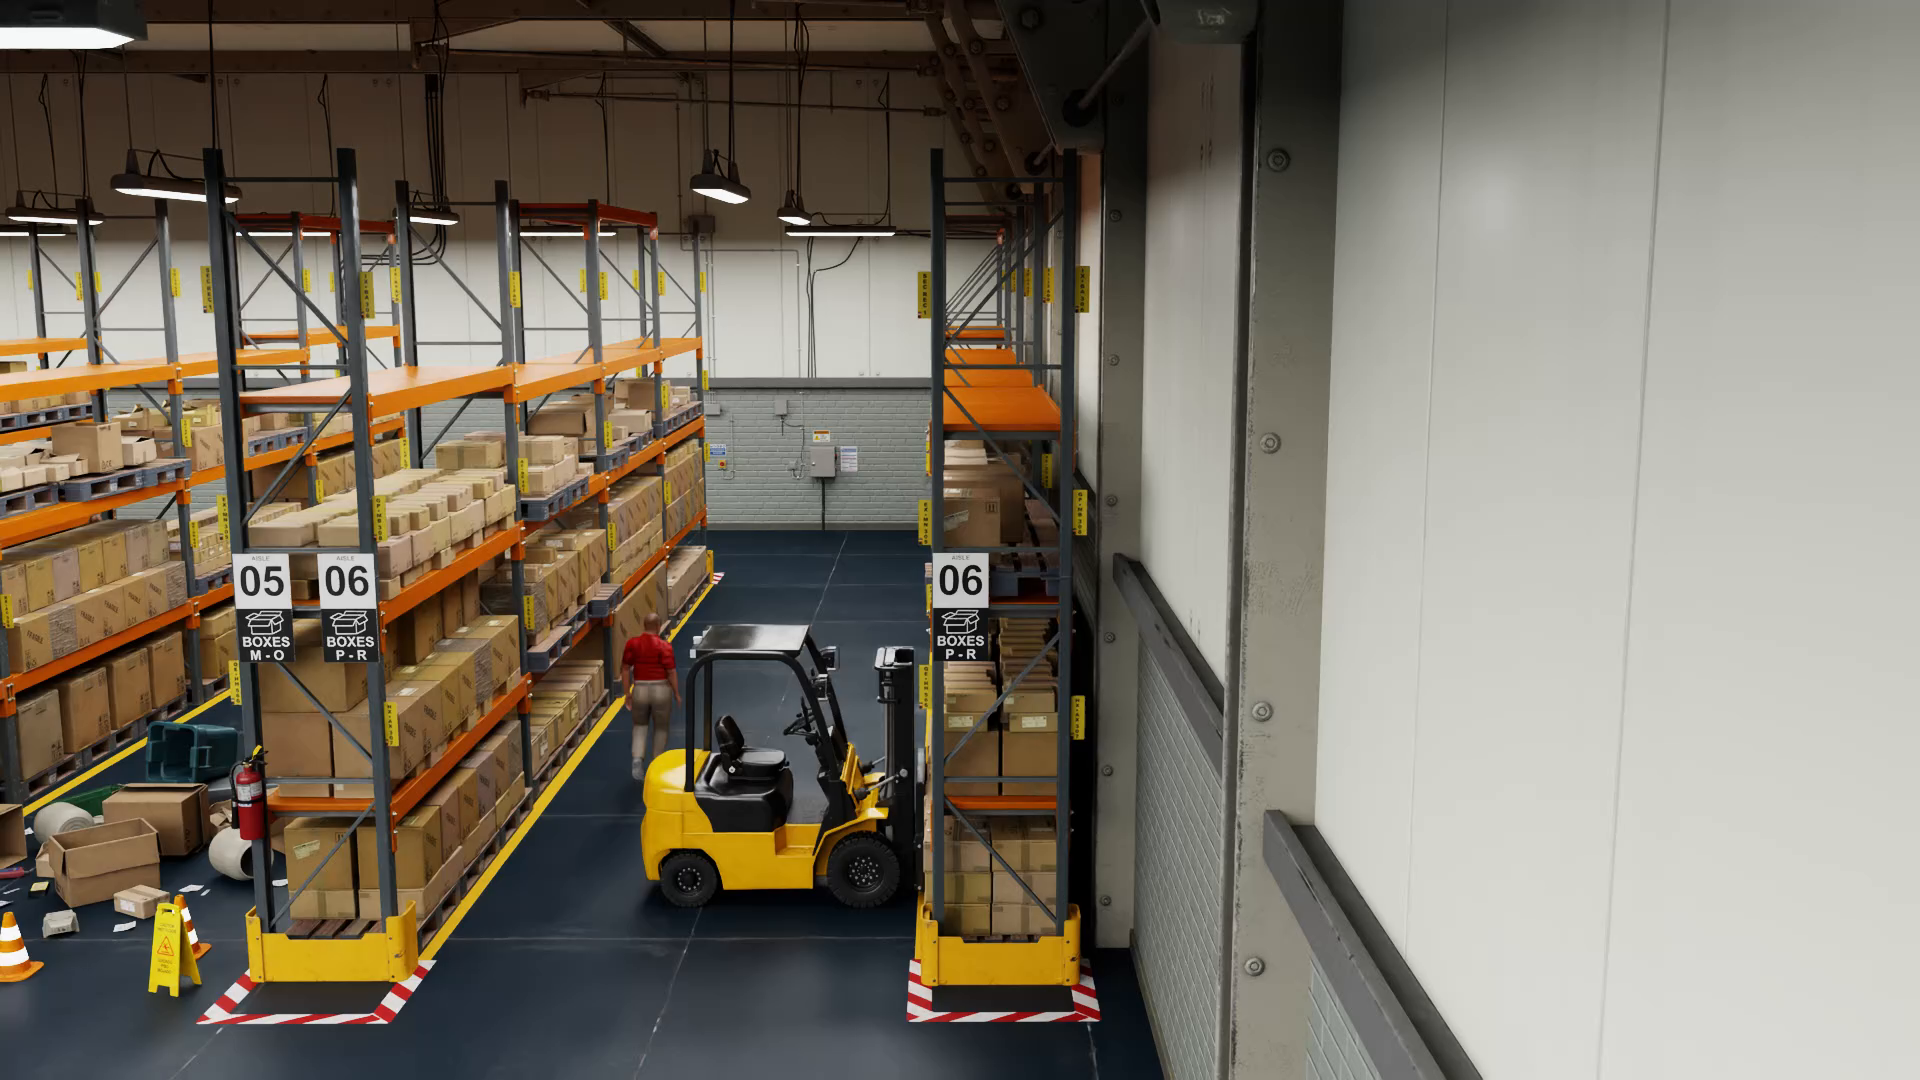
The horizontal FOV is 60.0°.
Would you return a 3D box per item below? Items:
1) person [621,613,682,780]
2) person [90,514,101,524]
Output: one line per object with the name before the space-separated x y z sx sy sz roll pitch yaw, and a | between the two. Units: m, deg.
person | -3.151 1.604 16.973 0.596 1.733 0.491 0 9 3
person | -12.875 0.394 24.895 0.343 1.604 0.455 -2 9 -10
